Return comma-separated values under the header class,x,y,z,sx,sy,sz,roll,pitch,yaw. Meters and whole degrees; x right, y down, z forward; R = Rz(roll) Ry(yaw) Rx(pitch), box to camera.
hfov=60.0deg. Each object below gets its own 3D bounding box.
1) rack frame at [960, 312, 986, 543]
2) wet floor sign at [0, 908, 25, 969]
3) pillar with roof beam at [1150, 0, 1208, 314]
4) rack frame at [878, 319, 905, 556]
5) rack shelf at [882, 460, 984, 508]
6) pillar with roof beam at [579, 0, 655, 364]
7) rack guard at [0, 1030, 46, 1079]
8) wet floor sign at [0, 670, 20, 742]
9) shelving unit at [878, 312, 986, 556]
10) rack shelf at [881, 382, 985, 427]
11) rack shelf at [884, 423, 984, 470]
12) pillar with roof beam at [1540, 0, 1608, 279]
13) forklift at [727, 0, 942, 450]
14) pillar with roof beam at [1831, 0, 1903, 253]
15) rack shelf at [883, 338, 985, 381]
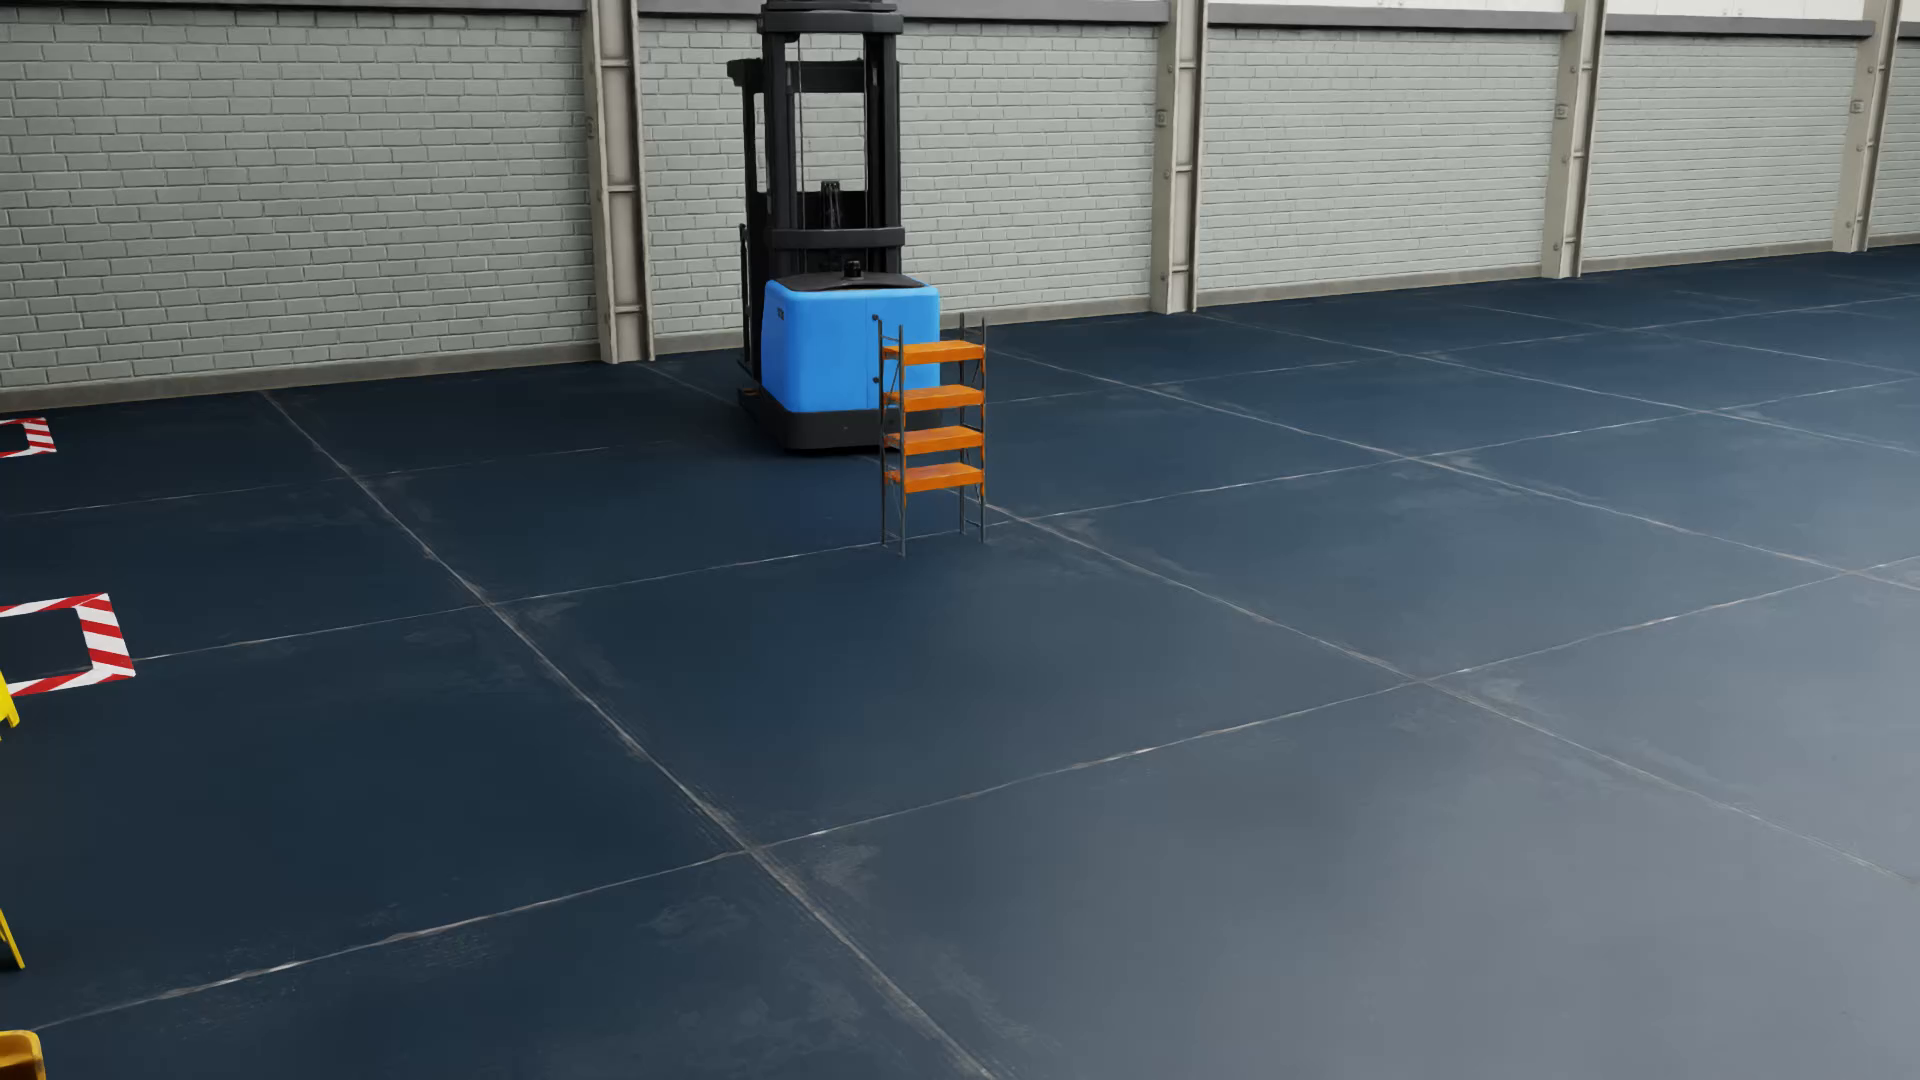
class,x,y,z,sx,sy,sz,roll,pitch,yaw
rack frame,0.067,-0.589,8.787,0.015,1.200,0.240,-9,18,-30
wet floor sign,-2.786,0.878,4.581,0.232,0.644,0.267,-13,20,-39
pillar with roof beam,4.456,-5.745,12.732,0.400,9.000,9.100,-9,18,-30
rack frame,-0.351,-0.521,8.545,0.015,1.200,0.240,-9,18,-30
rack shelf,-0.142,-0.299,8.738,0.480,0.148,0.258,-9,18,-30
pillar with roof beam,-0.687,-4.911,9.756,0.400,9.000,9.100,-9,18,-30
rack guard,-1.770,1.407,2.964,0.348,0.500,1.175,-9,18,-30
wet floor sign,-3.713,0.430,6.179,0.232,0.644,0.267,-3,16,-11
shelving unit,-0.142,-0.555,8.666,0.503,1.200,0.258,-9,18,-30
rack shelf,-0.142,-0.705,8.624,0.480,0.148,0.258,-9,18,-30
rack shelf,-0.142,-0.490,8.684,0.480,0.148,0.258,-9,18,-30
pillar with roof beam,9.599,-6.579,15.707,0.400,9.000,9.100,-9,18,-30
forklift,-1.021,-2.352,11.869,1.130,2.935,3.031,-5,16,-16
pillar with roof beam,14.742,-7.413,18.682,0.400,9.000,9.100,-9,18,-30
rack shelf,-0.142,-0.933,8.560,0.480,0.148,0.258,-9,18,-30
